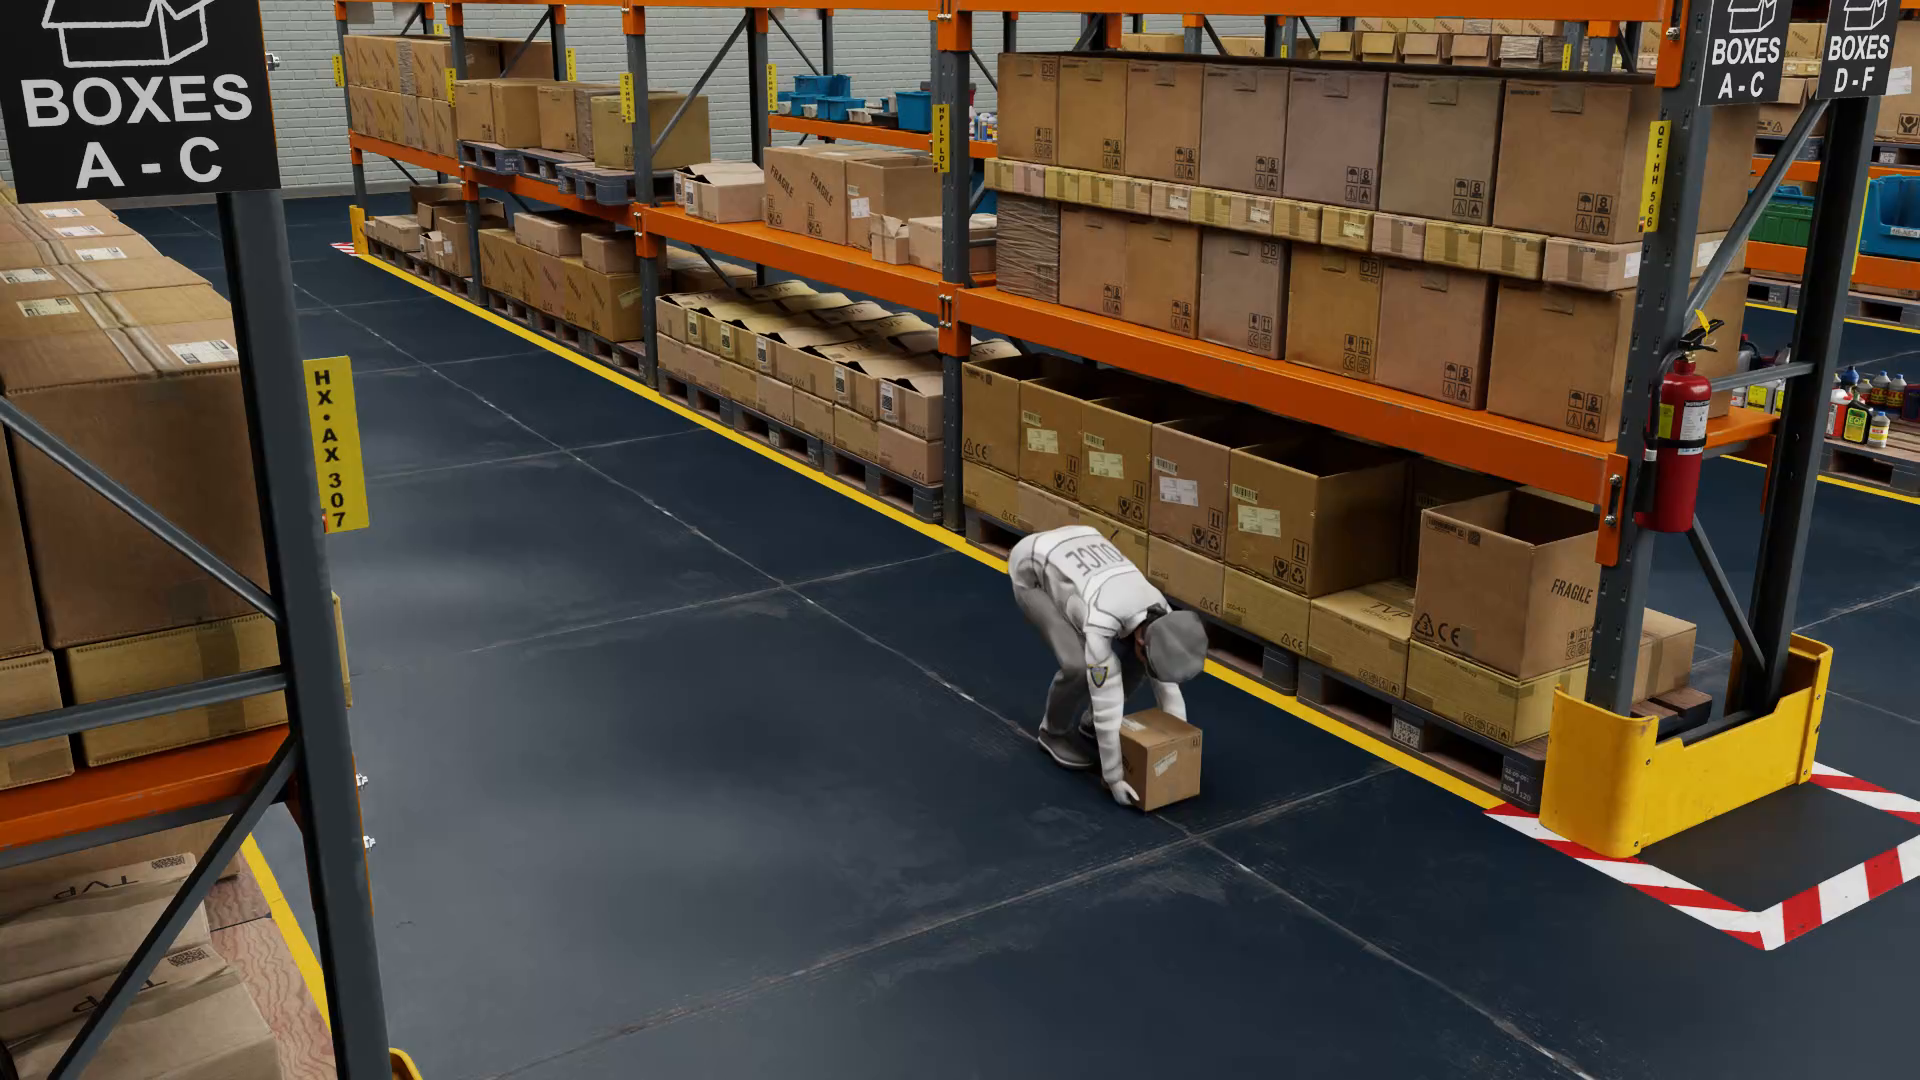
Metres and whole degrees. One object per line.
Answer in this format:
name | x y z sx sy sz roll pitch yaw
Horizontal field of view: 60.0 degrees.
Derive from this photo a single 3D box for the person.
person | 0.539 0.423 6.080 0.452 0.848 0.885 -13 22 -34
